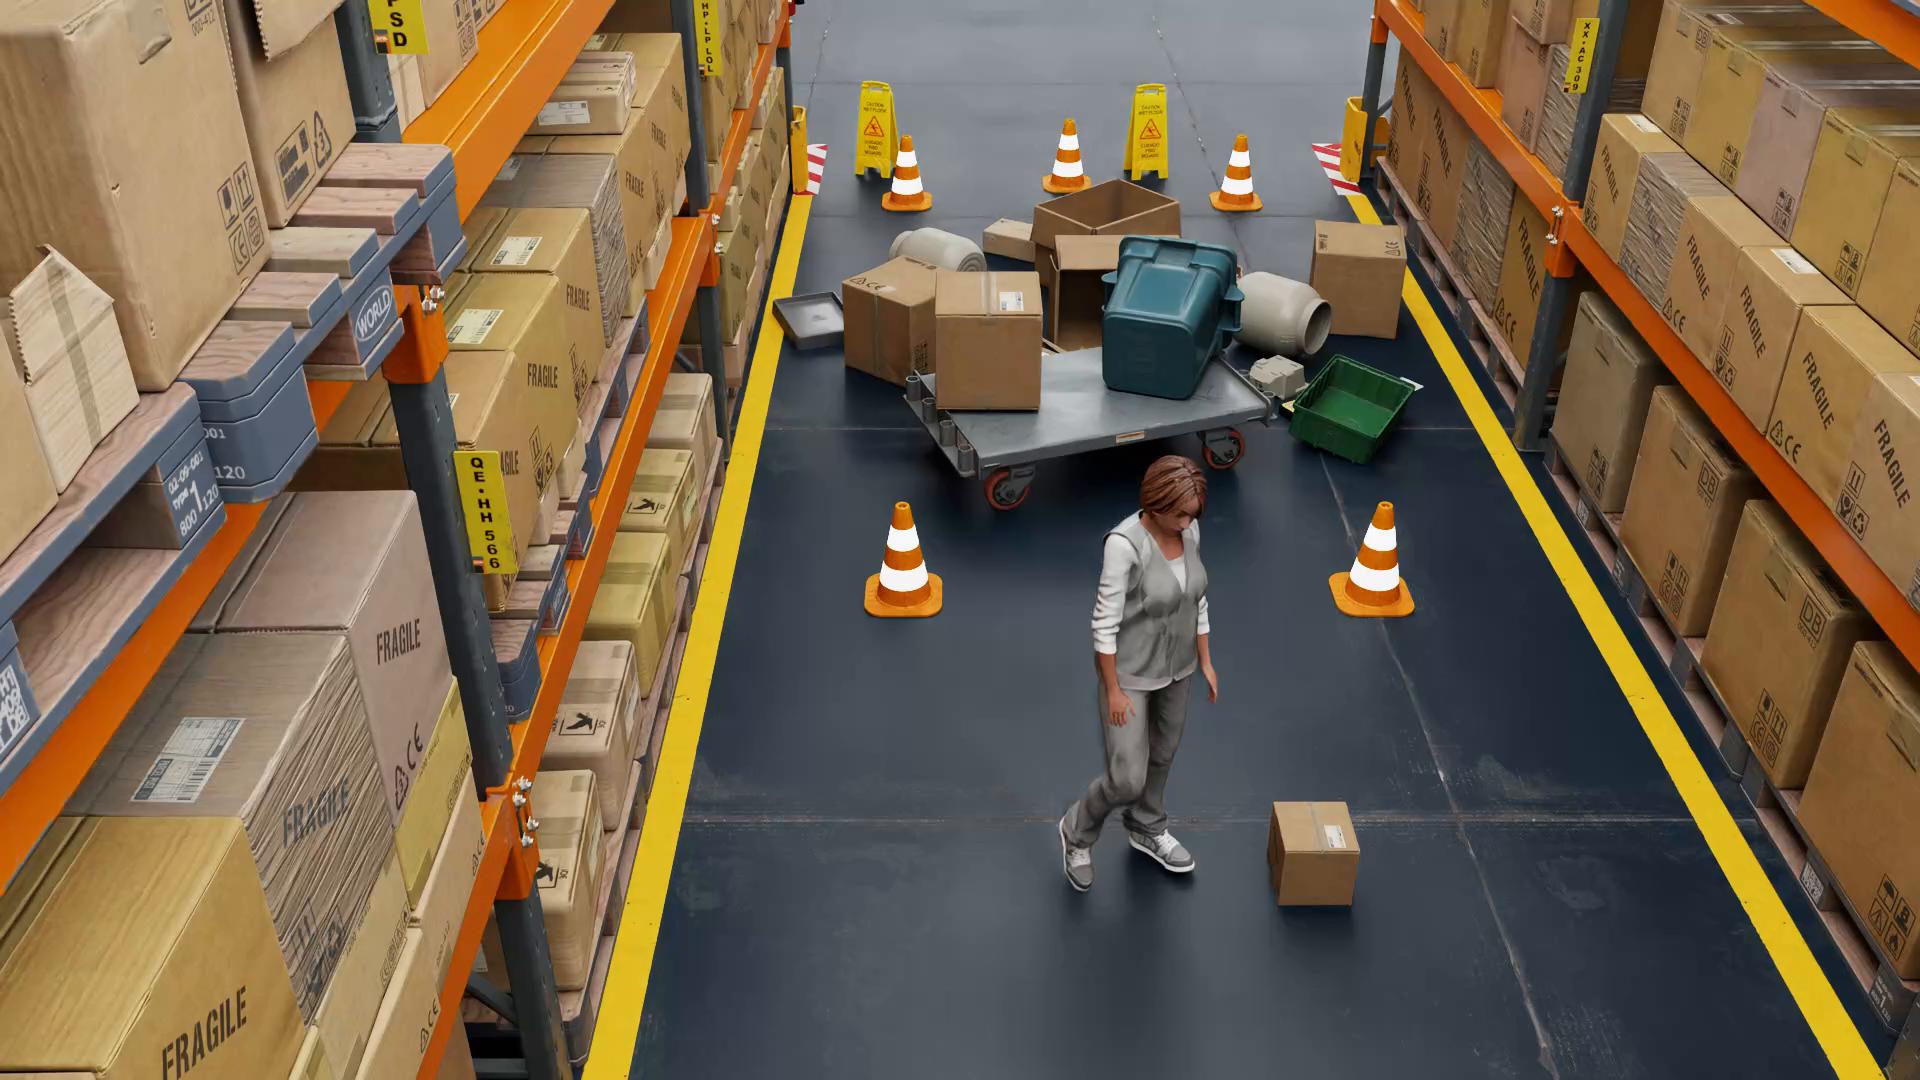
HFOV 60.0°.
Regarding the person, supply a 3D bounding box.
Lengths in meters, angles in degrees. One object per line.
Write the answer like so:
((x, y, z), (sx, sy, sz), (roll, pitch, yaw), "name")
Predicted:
((0.594, 0.487, 5.379), (0.529, 1.609, 0.355), (-27, 41, -36), "person")
